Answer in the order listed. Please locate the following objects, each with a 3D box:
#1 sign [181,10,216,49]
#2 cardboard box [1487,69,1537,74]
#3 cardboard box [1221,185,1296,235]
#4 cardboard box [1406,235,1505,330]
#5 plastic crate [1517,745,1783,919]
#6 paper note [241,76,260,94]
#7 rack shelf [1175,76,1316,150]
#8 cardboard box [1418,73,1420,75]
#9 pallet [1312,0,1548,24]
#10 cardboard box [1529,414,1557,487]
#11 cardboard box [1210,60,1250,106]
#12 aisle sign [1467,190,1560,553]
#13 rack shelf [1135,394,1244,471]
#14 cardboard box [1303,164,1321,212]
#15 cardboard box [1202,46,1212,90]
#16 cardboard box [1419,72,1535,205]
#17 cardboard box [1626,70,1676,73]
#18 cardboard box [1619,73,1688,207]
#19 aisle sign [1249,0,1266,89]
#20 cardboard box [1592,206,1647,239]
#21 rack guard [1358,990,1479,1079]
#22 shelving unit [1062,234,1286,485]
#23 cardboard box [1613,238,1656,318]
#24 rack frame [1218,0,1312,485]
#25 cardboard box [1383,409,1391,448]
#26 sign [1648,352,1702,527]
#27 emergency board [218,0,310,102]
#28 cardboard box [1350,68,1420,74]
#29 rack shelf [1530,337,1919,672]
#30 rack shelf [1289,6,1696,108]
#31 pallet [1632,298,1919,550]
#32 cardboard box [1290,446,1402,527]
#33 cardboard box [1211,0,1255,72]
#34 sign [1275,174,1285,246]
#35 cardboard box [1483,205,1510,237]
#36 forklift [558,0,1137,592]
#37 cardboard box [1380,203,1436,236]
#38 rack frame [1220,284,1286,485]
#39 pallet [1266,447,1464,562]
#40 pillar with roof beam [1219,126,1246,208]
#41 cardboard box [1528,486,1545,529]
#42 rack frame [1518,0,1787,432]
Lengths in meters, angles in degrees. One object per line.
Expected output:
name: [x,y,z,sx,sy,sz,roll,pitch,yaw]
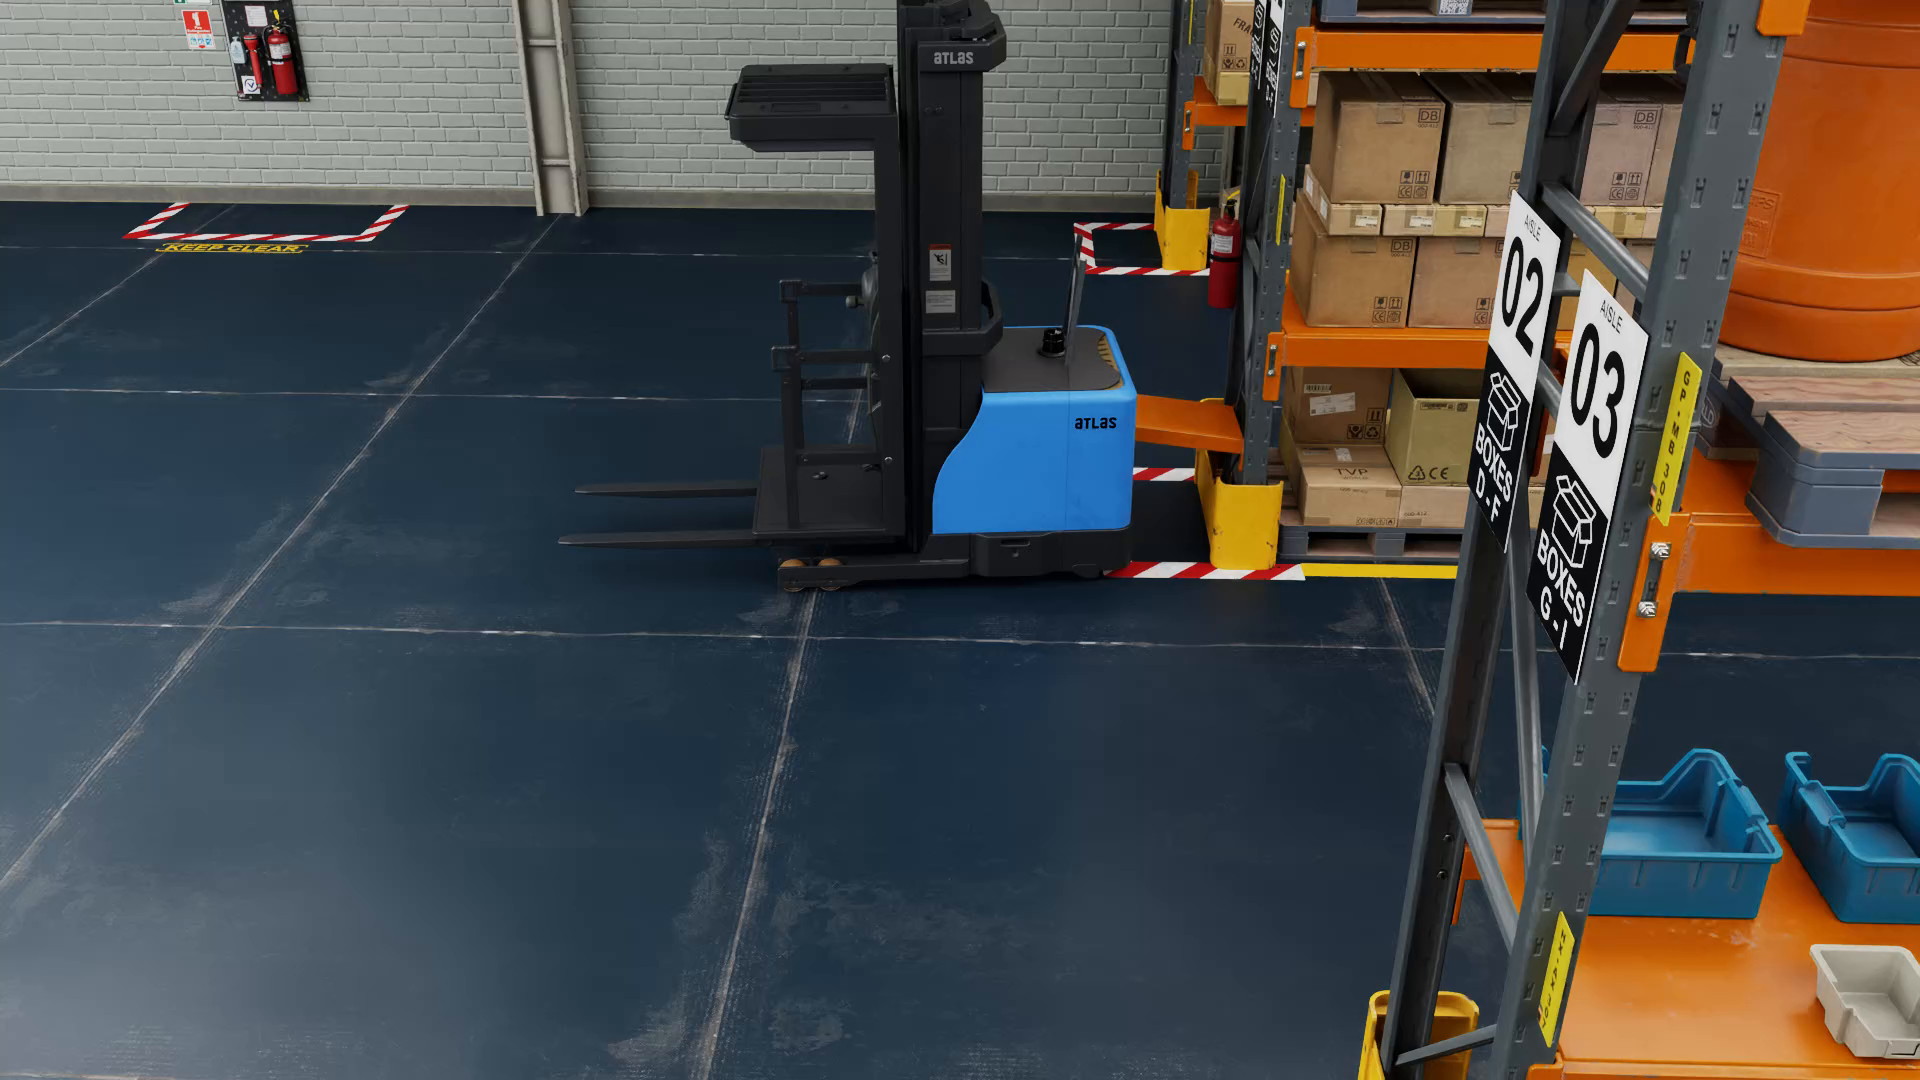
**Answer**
sign: [-6.537,-4.382,14.275,0.234,0.329,0.001,1,28,2]
cardboard box: [4.259,-3.847,12.642,0.500,0.500,0.500,0,28,0]
cardboard box: [2.435,-2.710,13.561,0.500,0.311,0.500,-2,28,-4]
cardboard box: [2.567,-1.462,8.699,0.500,0.500,0.700,2,28,3]
plastic crate: [1.908,0.814,4.671,0.616,0.251,0.499,1,28,2]
paper note: [-6.162,-3.954,14.448,0.142,0.148,0.016,1,28,2]
rack shelf: [3.745,-3.406,13.241,4.000,0.370,1.077,1,28,2]
cardboard box: [3.251,-3.530,12.845,0.500,0.250,0.500,1,28,1]
pallet: [2.281,-2.701,8.034,1.213,0.211,1.003,1,28,2]
cardboard box: [3.103,-0.618,8.900,0.500,0.500,0.500,1,28,2]
cardboard box: [2.223,-3.543,12.870,0.500,0.250,0.500,0,28,0]
aisle sign: [1.335,-0.409,4.043,0.004,0.787,0.394,1,28,2]
rack shelf: [1.020,-0.620,8.999,1.000,0.185,0.538,7,26,-2]
cardboard box: [1.964,-1.852,8.742,0.250,0.149,0.380,0,28,1]
cardboard box: [2.221,-3.783,13.322,0.500,0.250,0.500,1,28,3]
cardboard box: [2.620,-2.035,8.394,0.500,0.500,0.700,0,28,0]
cardboard box: [5.261,-3.828,12.607,0.500,0.500,0.500,1,28,2]
cardboard box: [3.625,-2.019,8.364,0.500,0.500,0.700,1,28,2]
aisle sign: [1.520,-2.726,8.413,0.004,0.787,0.394,1,28,2]
cardboard box: [3.247,-1.642,8.345,0.250,0.149,0.380,1,28,1]
rack guard: [1.475,1.964,5.012,0.348,0.500,1.175,1,28,2]
shelving unit: [1.051,-0.779,8.921,1.083,1.500,0.587,7,26,-2]
cardboard box: [3.589,-1.445,8.666,0.500,0.500,0.700,2,28,3]
rack frame: [1.575,-1.438,8.761,0.127,3.000,1.000,1,28,2]
cardboard box: [2.622,-0.536,9.546,0.500,0.250,0.500,1,28,2]
sign: [1.373,-0.192,3.197,0.005,0.325,0.100,1,28,2]
emergency board: [-5.988,-4.308,14.175,0.643,1.169,0.194,1,28,2]
cardboard box: [3.223,-3.858,12.664,0.500,0.500,0.500,0,28,0]
rack shelf: [3.396,-0.094,3.791,4.000,0.370,1.077,1,28,2]
rack shelf: [3.574,-2.413,8.164,4.000,0.370,1.077,1,28,2]
pallet: [2.220,-0.302,3.617,1.213,0.211,1.003,1,28,2]
cardboard box: [2.104,-0.296,9.093,0.500,0.250,0.500,1,28,2]
cardboard box: [2.213,-3.882,12.710,0.500,0.500,0.500,1,28,2]
sign: [1.550,-1.596,8.050,0.005,0.325,0.100,1,28,2]
cardboard box: [2.725,-1.649,8.358,0.250,0.149,0.380,1,28,1]
forklift: [-0.623,-1.279,8.533,3.031,2.935,1.130,-2,28,-3]
cardboard box: [2.224,-1.659,8.377,0.250,0.149,0.380,0,28,0]
rack frame: [1.547,-0.719,8.937,0.032,1.500,0.500,7,26,-2]
pallet: [2.341,-0.213,9.427,1.213,0.211,1.003,1,28,2]
pillar with roof beam: [2.325,-4.786,8.671,0.400,9.000,9.100,1,28,2]
cardboard box: [3.103,-0.281,9.065,0.500,0.250,0.500,1,28,2]
rack frame: [1.397,-1.771,2.982,0.127,3.000,1.000,1,28,2]
